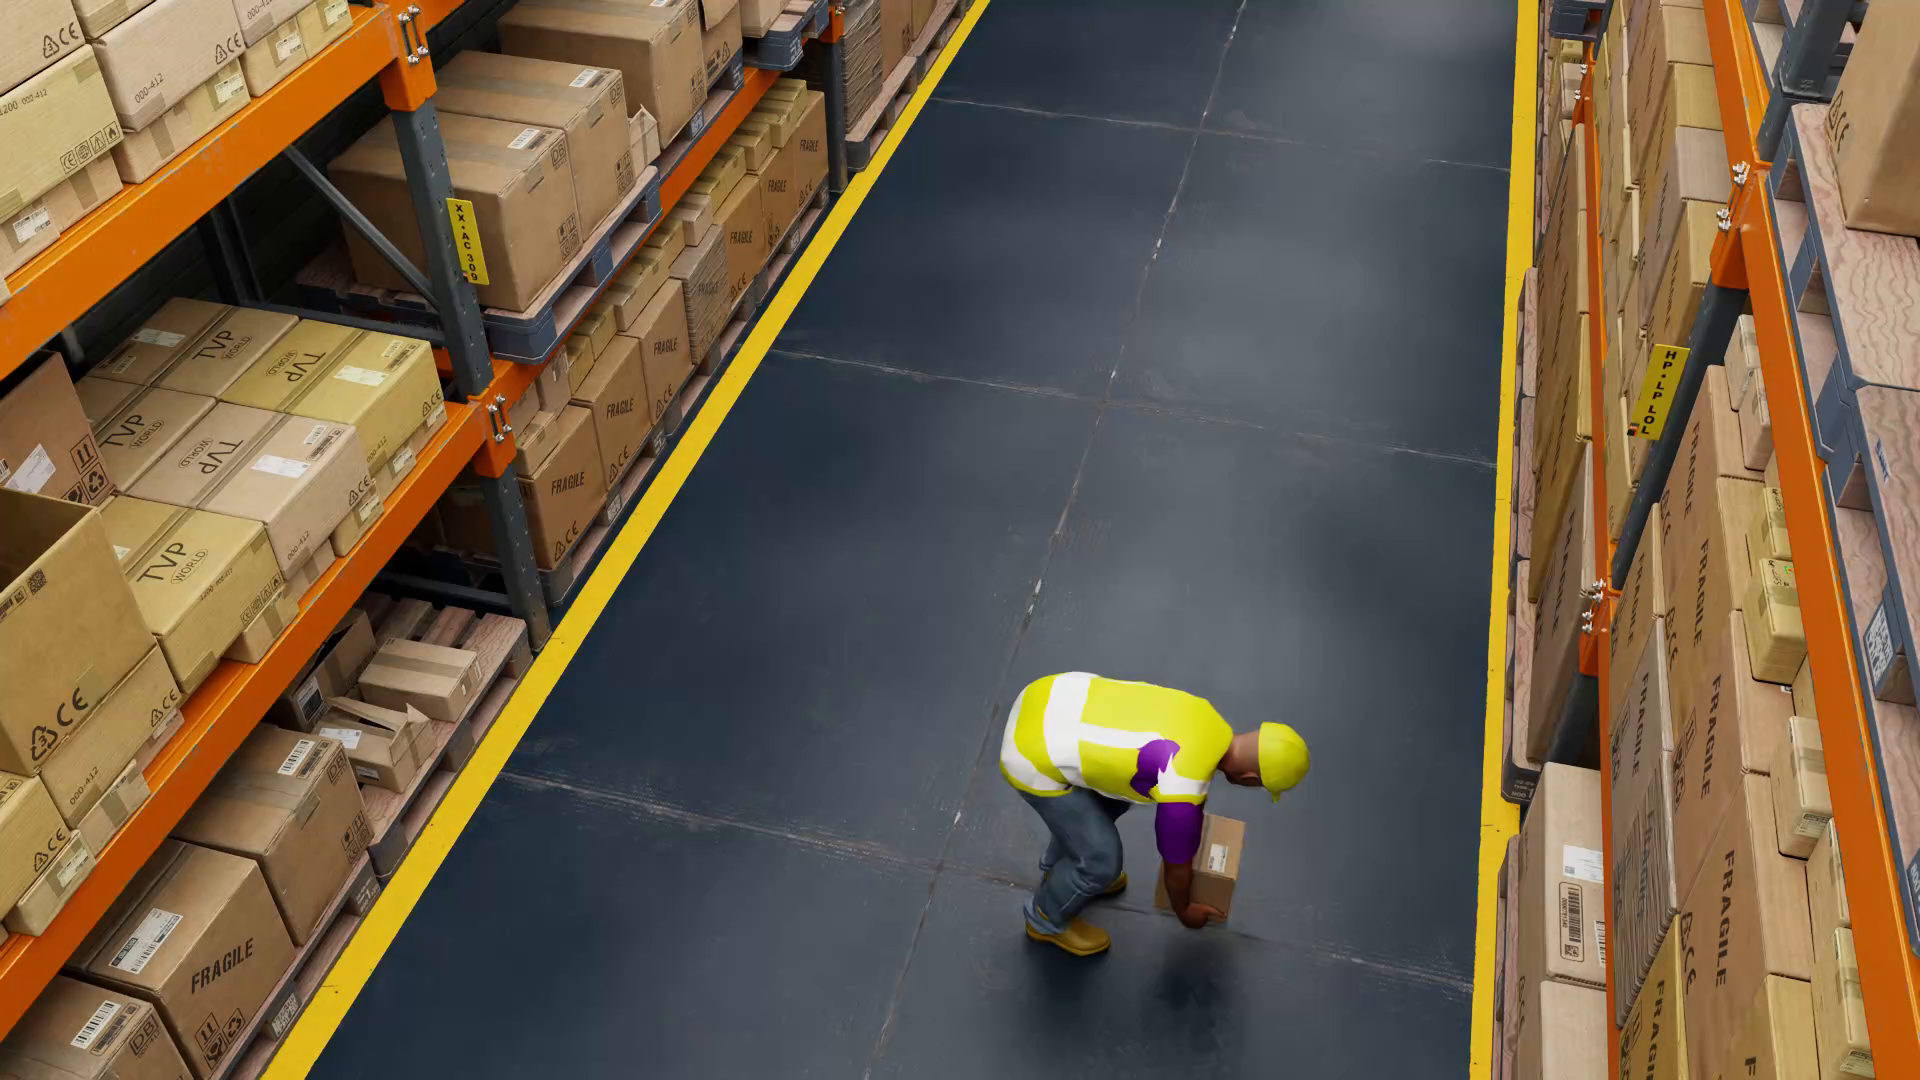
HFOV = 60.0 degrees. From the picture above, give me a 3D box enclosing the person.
[{"bbox_3d":[0.623,0.932,5.568,0.981,1.096,0.478,8,41,10],"label":"person"}]
